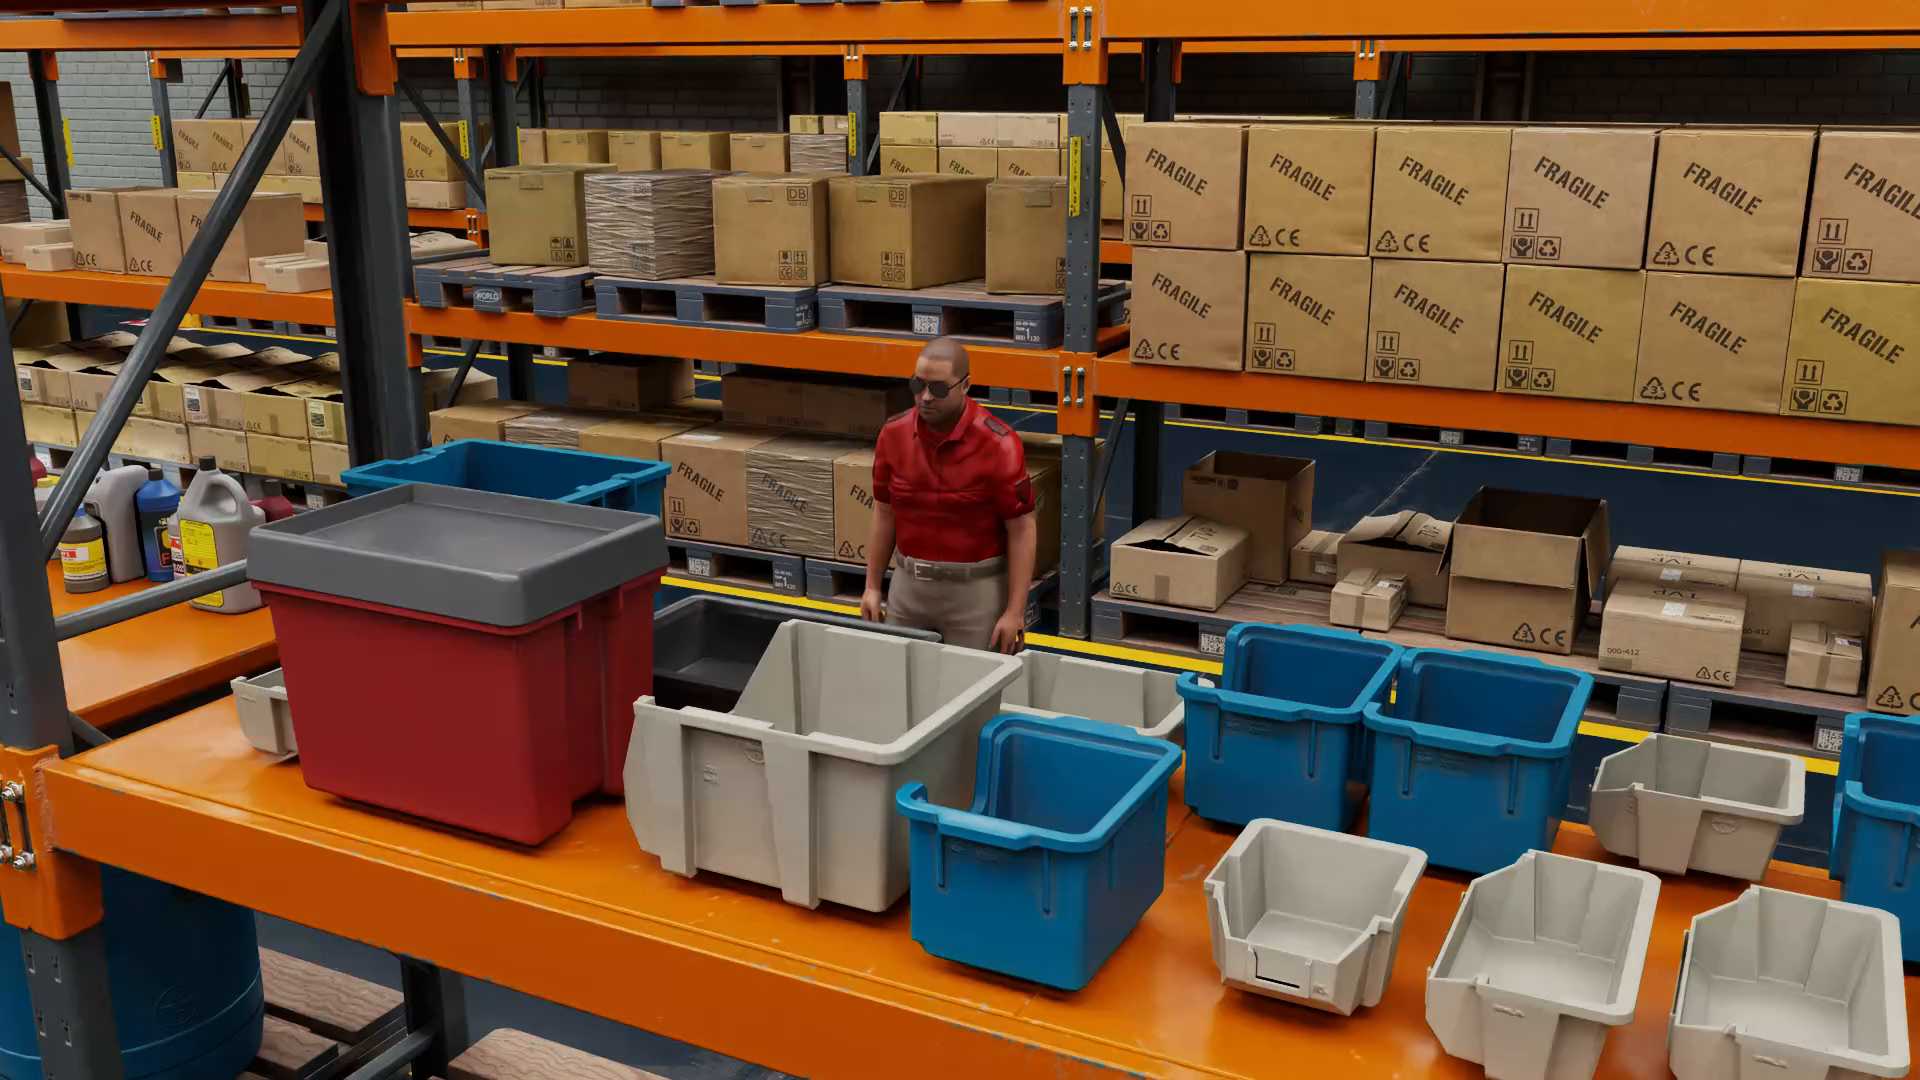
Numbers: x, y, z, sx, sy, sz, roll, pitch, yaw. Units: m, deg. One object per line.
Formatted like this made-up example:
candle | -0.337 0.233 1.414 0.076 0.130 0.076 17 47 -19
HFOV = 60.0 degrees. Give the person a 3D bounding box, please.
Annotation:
person | -0.048 0.207 5.316 0.586 1.726 0.396 8 17 26
